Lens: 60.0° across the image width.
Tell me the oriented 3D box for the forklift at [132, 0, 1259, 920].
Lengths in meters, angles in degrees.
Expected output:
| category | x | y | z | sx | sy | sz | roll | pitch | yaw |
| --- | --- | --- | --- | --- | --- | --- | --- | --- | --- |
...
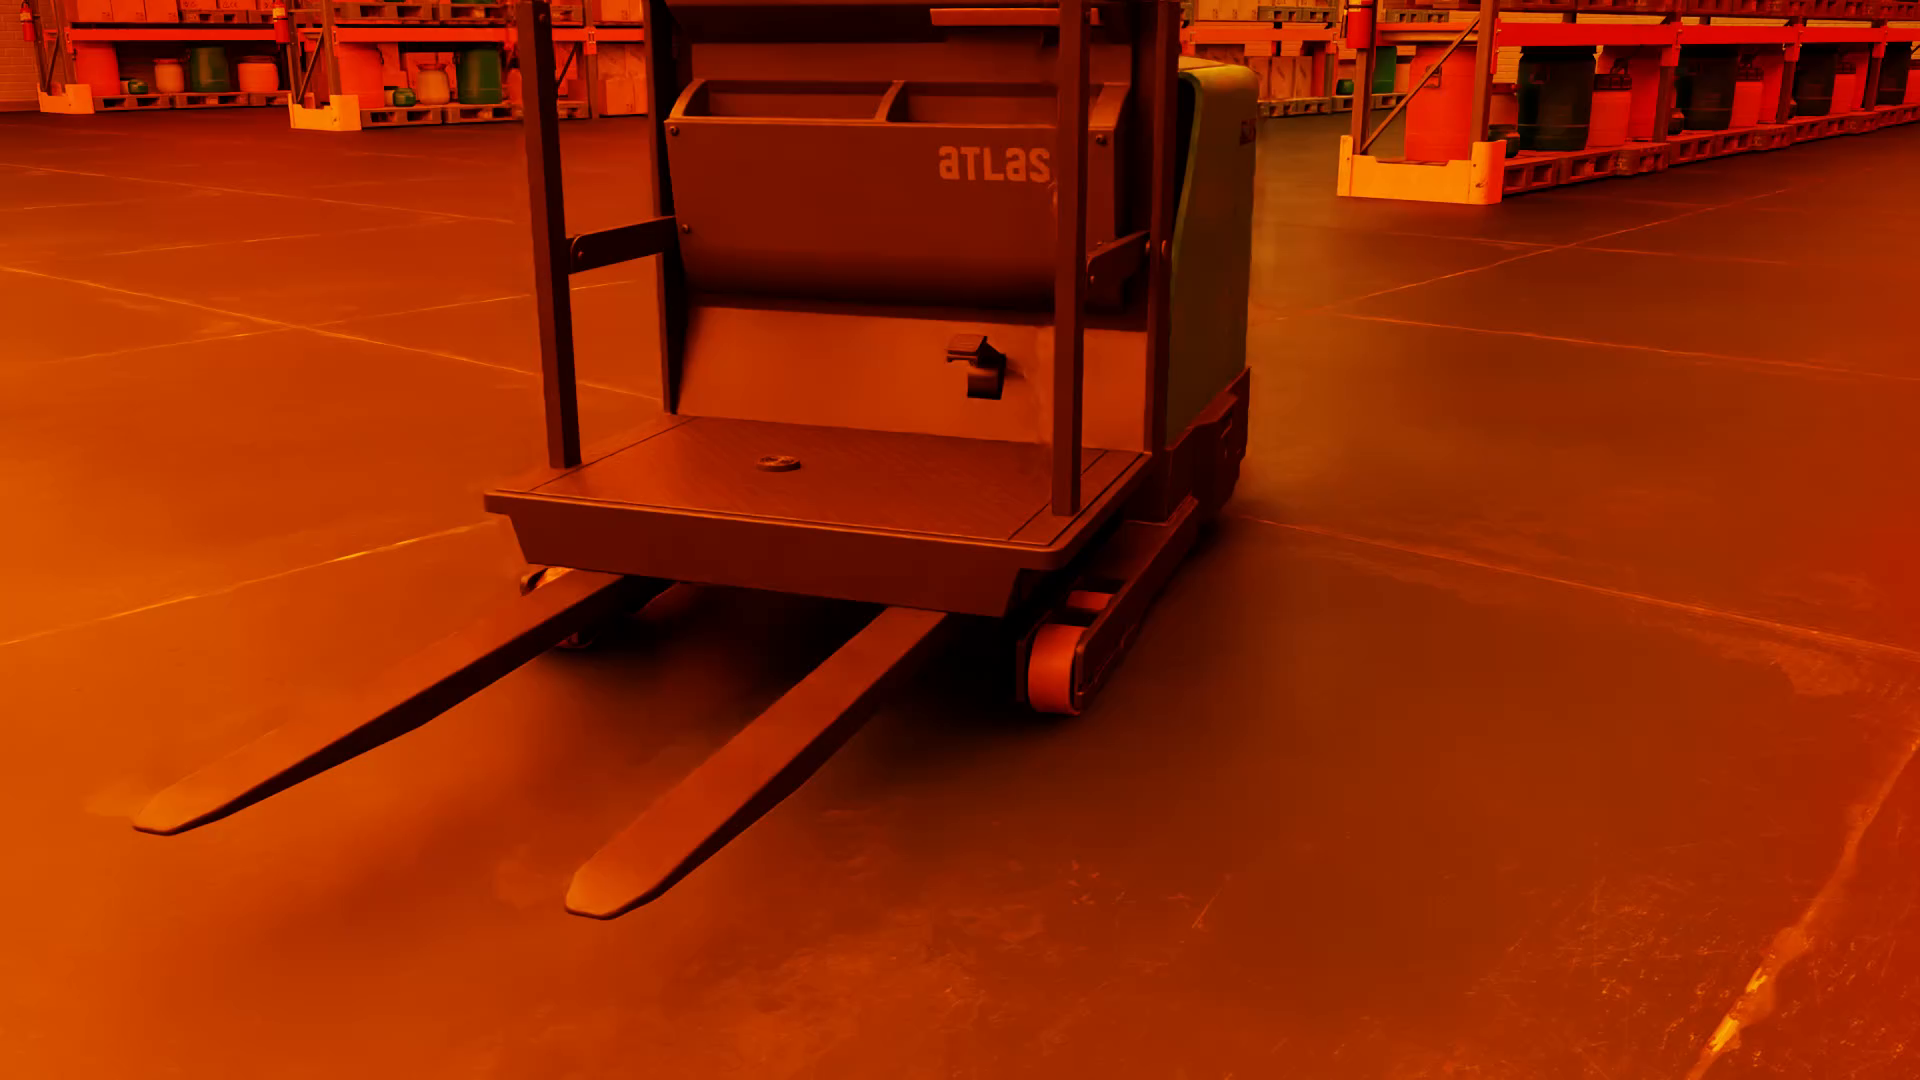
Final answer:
| category | x | y | z | sx | sy | sz | roll | pitch | yaw |
| --- | --- | --- | --- | --- | --- | --- | --- | --- | --- |
| forklift | -0.199 | -1.224 | 2.930 | 1.130 | 2.935 | 3.031 | 6 | 18 | 18 |
